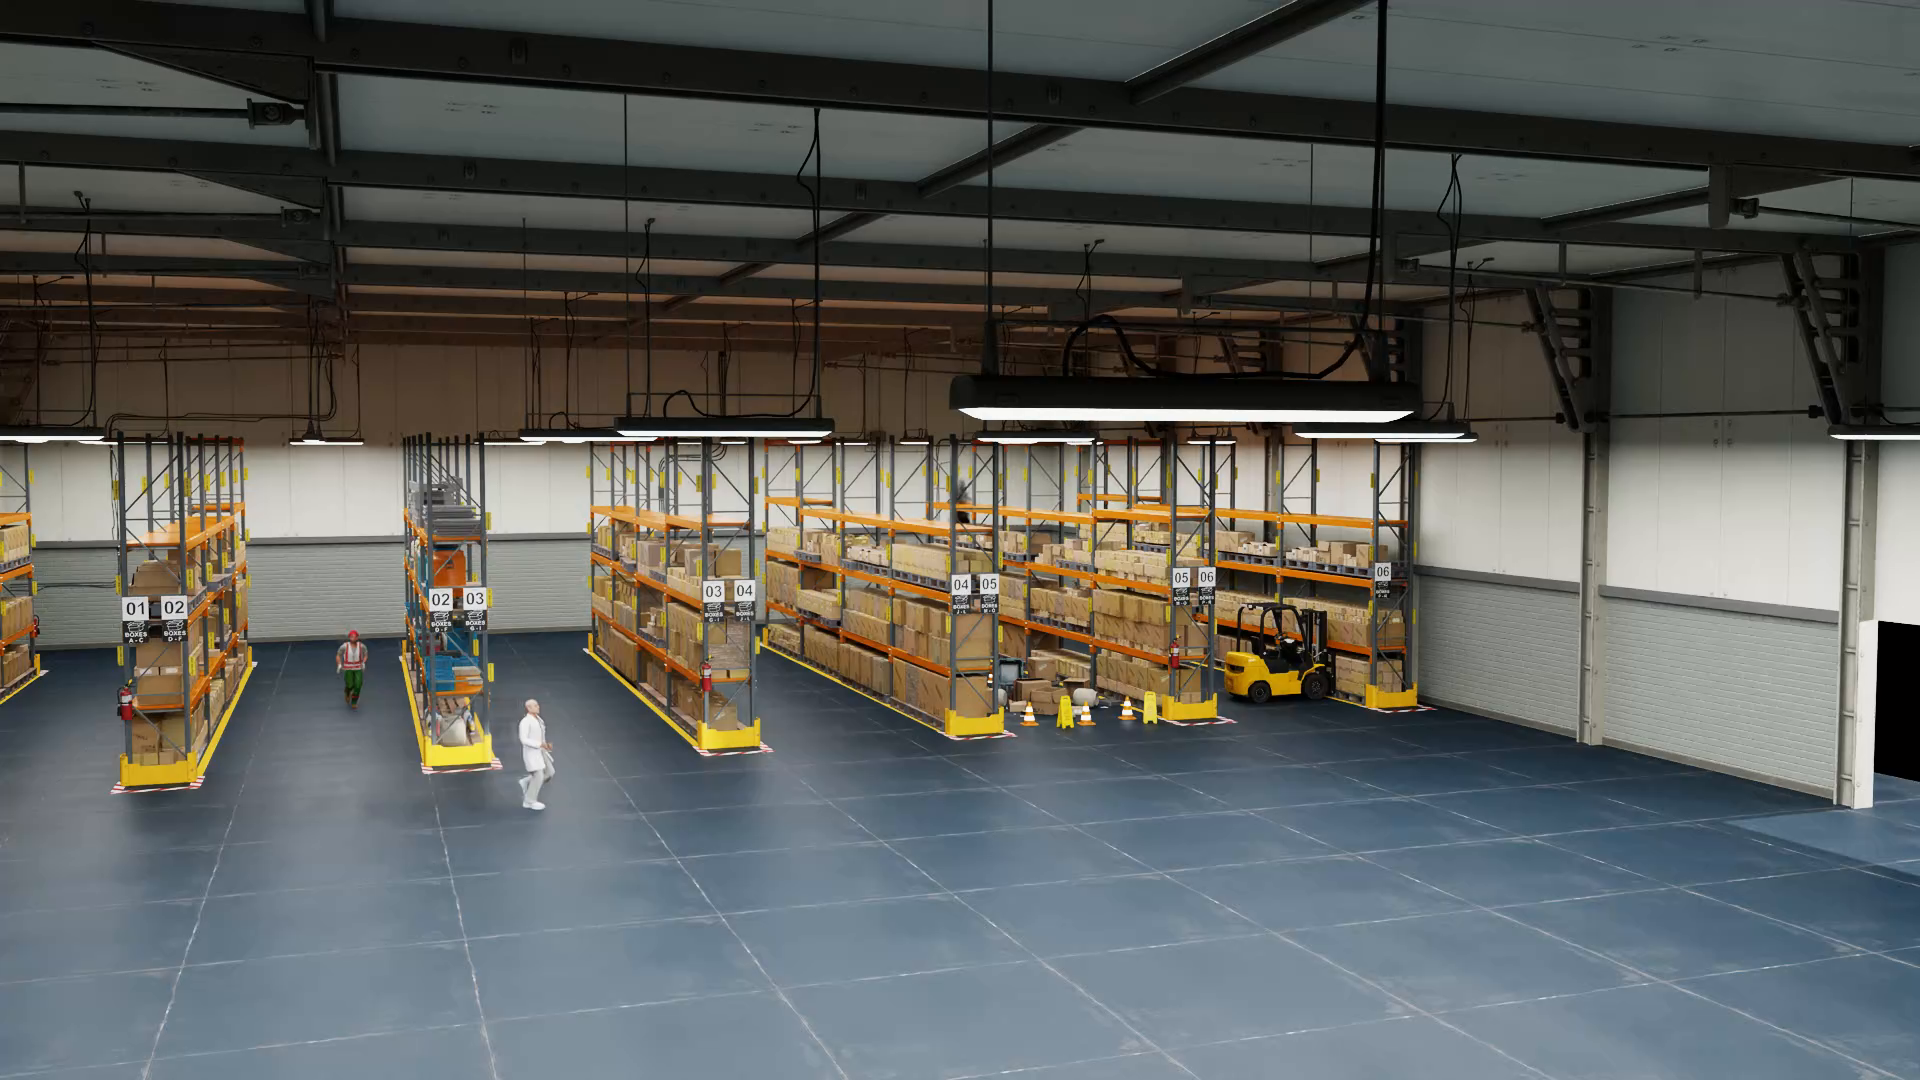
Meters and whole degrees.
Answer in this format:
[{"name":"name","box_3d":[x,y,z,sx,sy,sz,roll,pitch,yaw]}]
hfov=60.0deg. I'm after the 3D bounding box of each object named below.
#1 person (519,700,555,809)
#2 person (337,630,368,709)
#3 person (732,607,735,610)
[{"name":"person","box_3d":[-6.737,3.395,26.386,0.633,1.736,0.707,1,3,10]},{"name":"person","box_3d":[-13.307,2.839,36.456,0.659,1.733,0.634,-2,4,-28]},{"name":"person","box_3d":[-6.873,2.297,48.215,0.677,1.552,0.671,1,3,18]}]
